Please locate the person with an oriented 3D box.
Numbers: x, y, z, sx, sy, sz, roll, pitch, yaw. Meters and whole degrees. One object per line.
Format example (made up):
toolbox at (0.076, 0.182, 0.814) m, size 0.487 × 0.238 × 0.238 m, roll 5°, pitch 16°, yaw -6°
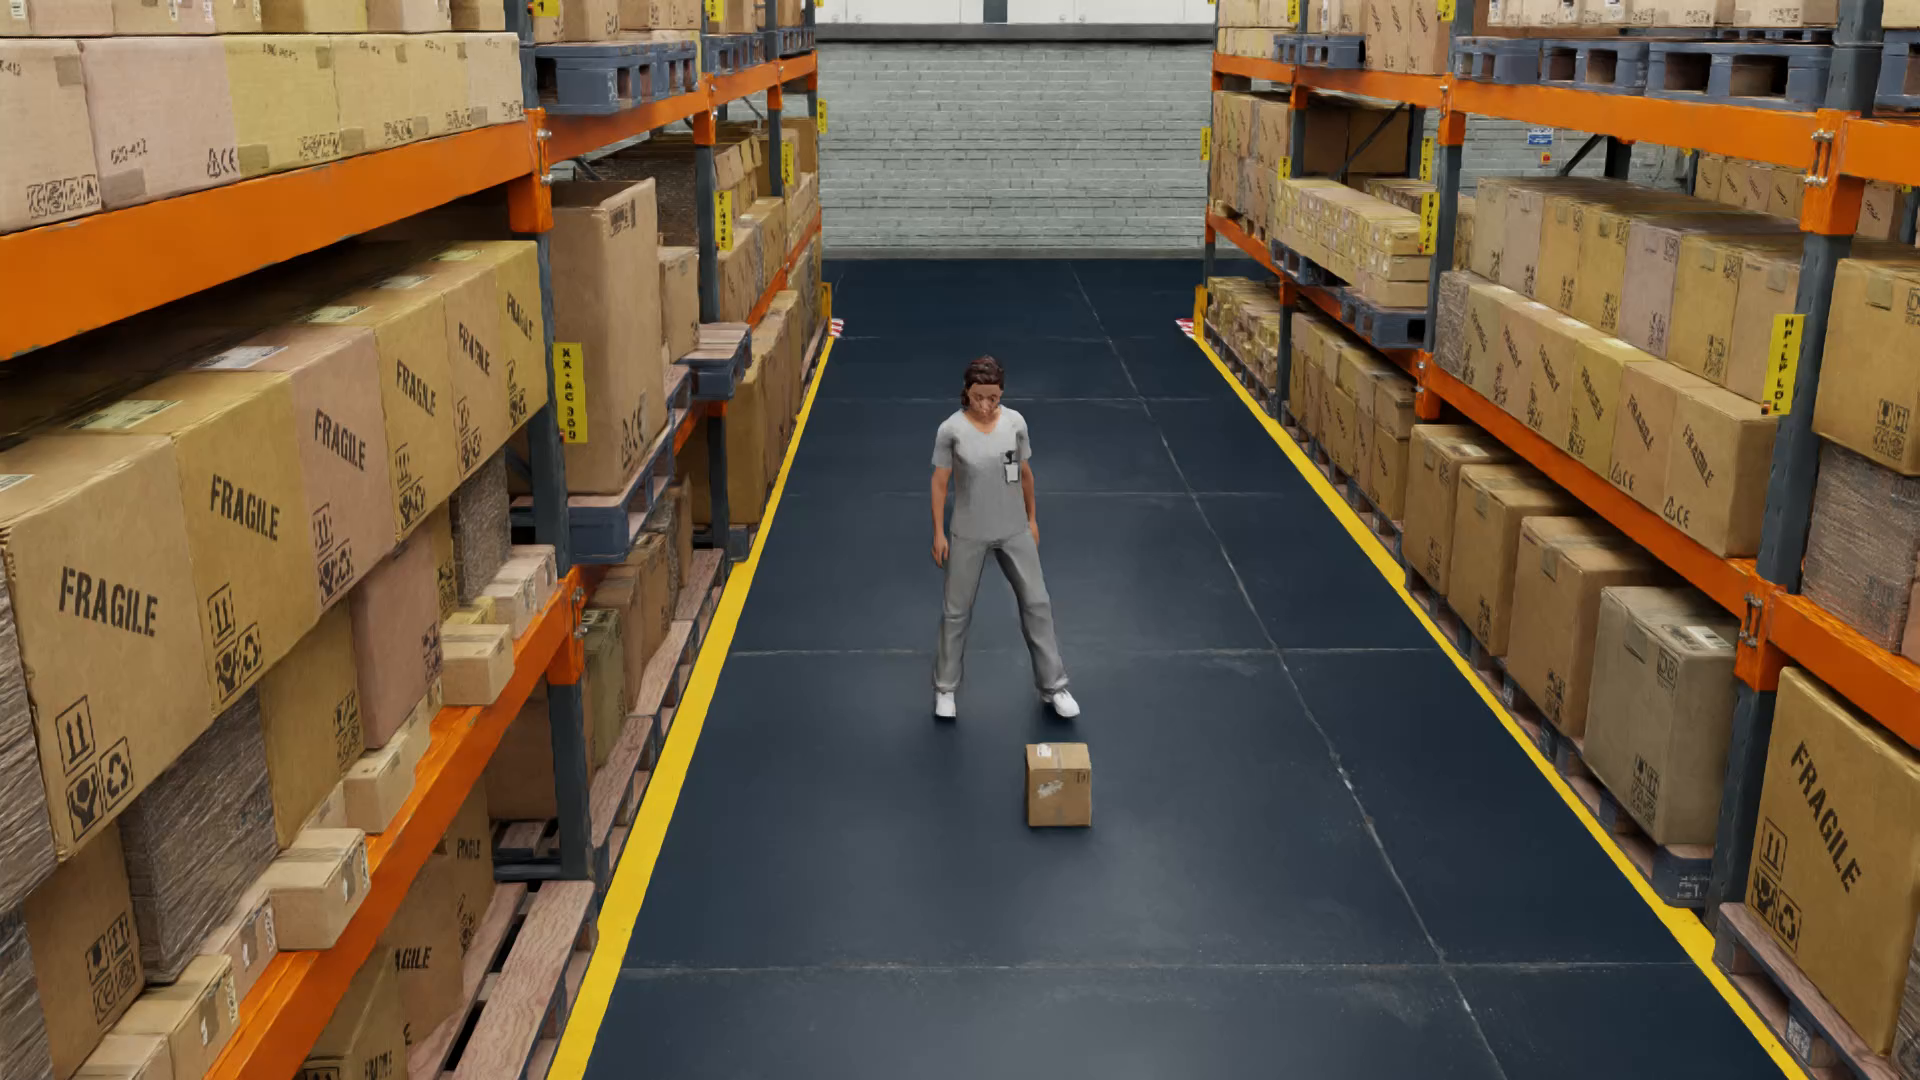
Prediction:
person at (0.201, -0.010, 7.517) m, size 0.642 × 1.671 × 0.473 m, roll -3°, pitch 18°, yaw -11°
